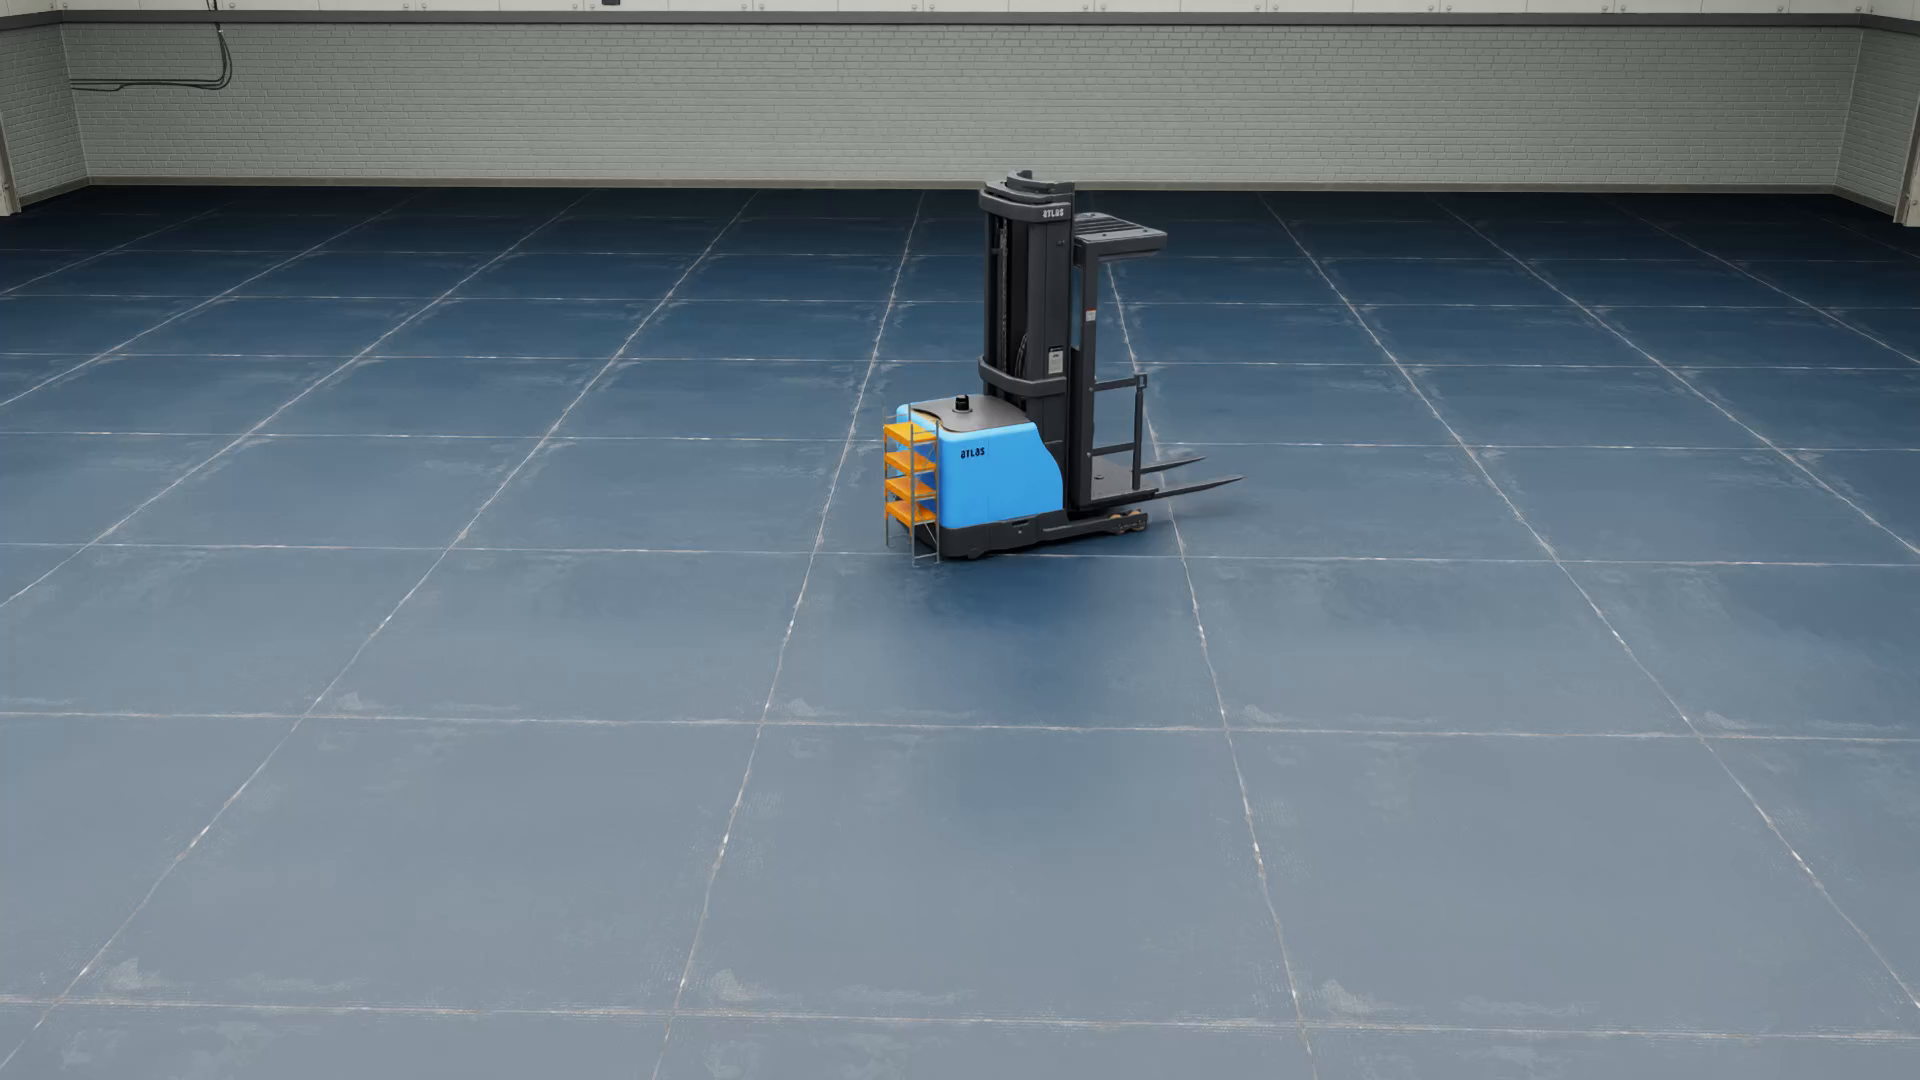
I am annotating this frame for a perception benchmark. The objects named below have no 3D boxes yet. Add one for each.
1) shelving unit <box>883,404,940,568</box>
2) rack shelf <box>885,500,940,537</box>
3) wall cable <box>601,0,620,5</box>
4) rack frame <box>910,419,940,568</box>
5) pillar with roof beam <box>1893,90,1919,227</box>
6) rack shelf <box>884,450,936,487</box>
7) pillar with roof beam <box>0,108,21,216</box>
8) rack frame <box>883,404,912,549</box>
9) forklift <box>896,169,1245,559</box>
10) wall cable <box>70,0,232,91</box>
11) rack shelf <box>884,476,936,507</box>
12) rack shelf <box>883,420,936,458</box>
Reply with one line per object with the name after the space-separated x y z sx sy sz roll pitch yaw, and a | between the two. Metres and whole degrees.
-0.387 -0.434 13.281 0.258 1.200 0.503 -11 24 -26 | shelving unit
-0.387 -0.186 13.377 0.258 0.148 0.480 -11 24 -26 | rack shelf
-5.145 -12.210 28.150 2.305 6.003 0.169 1 21 2 | wall cable
-0.274 -0.355 13.080 0.240 1.200 0.015 -11 24 -26 | rack frame
11.138 -9.385 25.570 9.100 9.000 0.400 1 21 2 | pillar with roof beam
-0.387 -0.579 13.224 0.258 0.148 0.480 -11 24 -26 | rack shelf
-11.741 -9.637 26.219 9.100 9.000 0.400 1 21 2 | pillar with roof beam
-0.501 -0.512 13.482 0.240 1.200 0.015 -11 24 -26 | rack frame
1.011 -1.569 13.815 3.031 2.935 1.130 -11 24 -25 | forklift
-14.633 -9.287 29.611 3.097 2.526 0.112 1 21 2 | wall cable
-0.387 -0.371 13.305 0.258 0.148 0.480 -11 24 -26 | rack shelf
-0.387 -0.800 13.139 0.258 0.148 0.480 -11 24 -26 | rack shelf
